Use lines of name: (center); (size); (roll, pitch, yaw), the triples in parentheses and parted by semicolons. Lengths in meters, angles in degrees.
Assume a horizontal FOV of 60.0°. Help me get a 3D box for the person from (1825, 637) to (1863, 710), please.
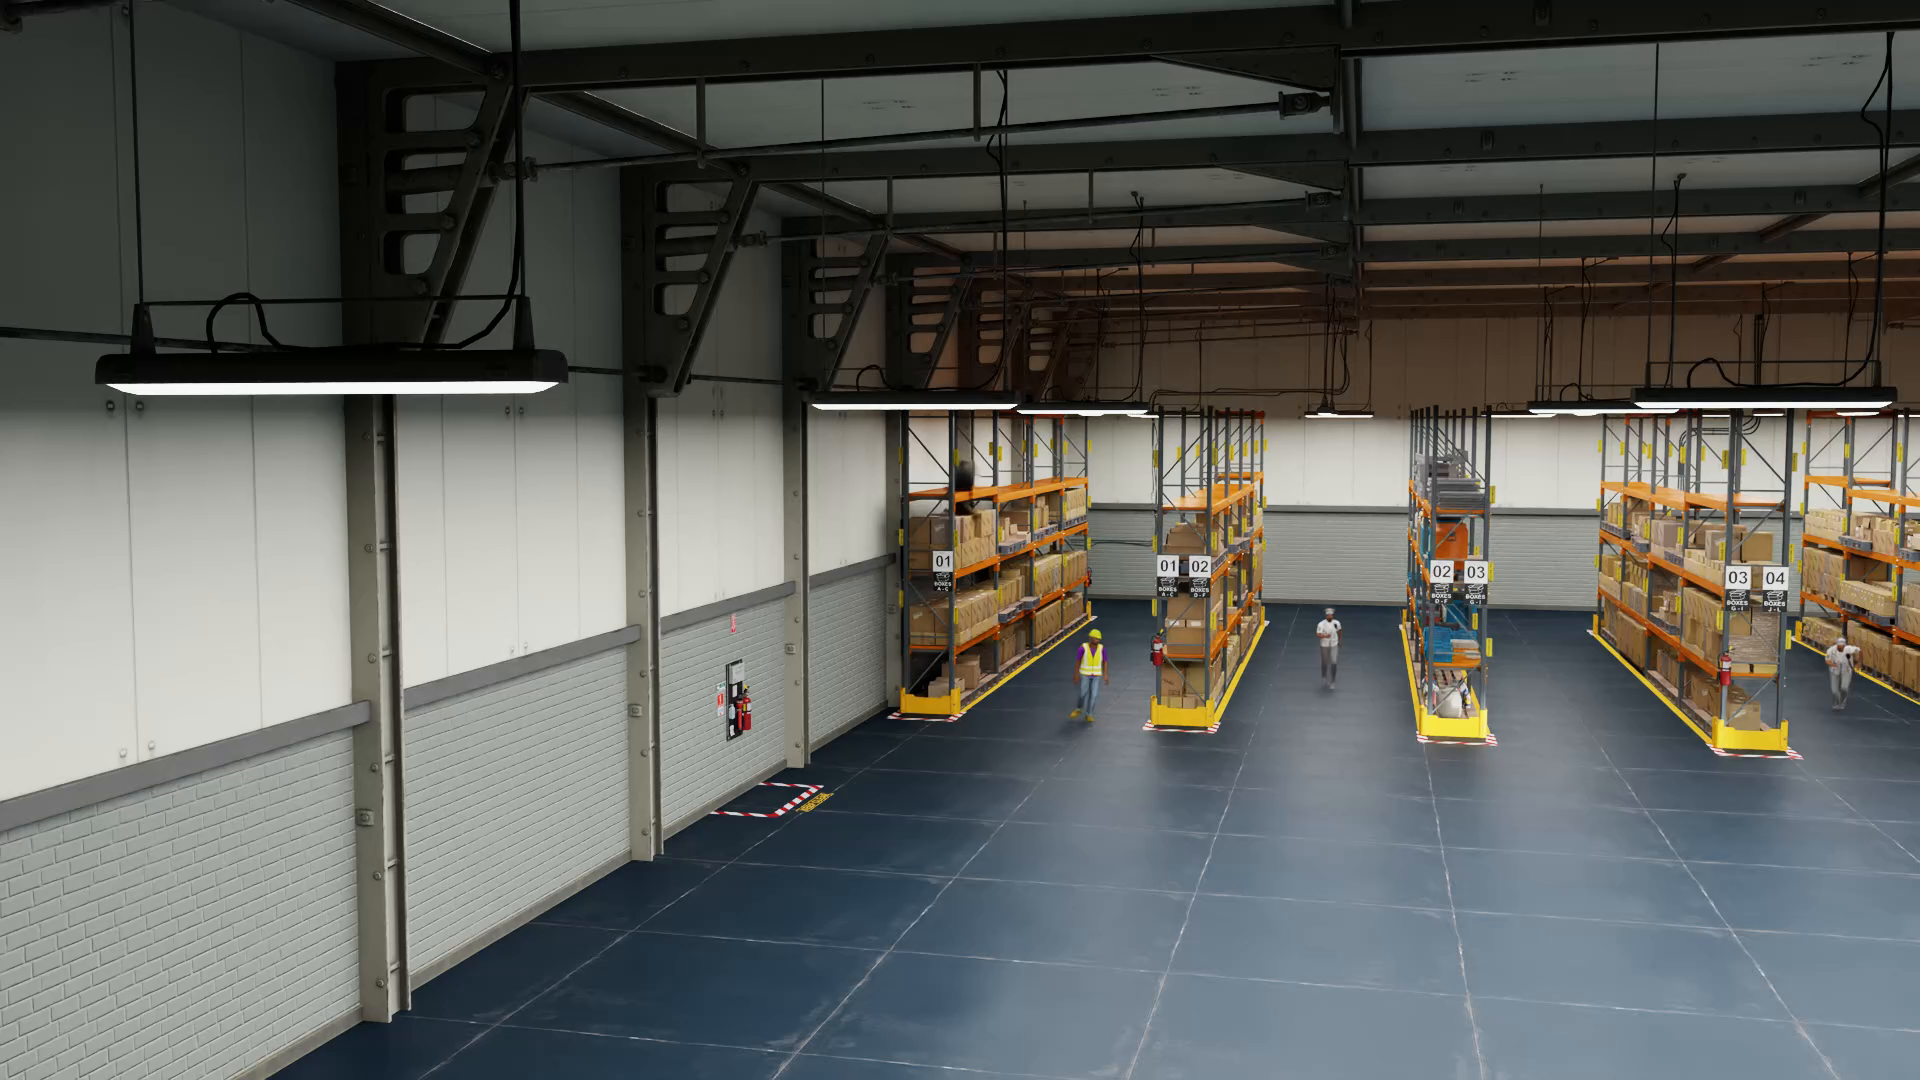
person: (17.334, 2.624, 32.630); (0.646, 1.498, 0.868); (2, 5, 29)

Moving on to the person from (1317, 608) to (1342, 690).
person: (7.926, 2.322, 35.685); (0.560, 1.745, 0.847); (0, 4, 6)

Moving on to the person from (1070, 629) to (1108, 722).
person: (2.449, 2.563, 31.567); (0.700, 1.758, 0.484); (-1, 4, -11)
